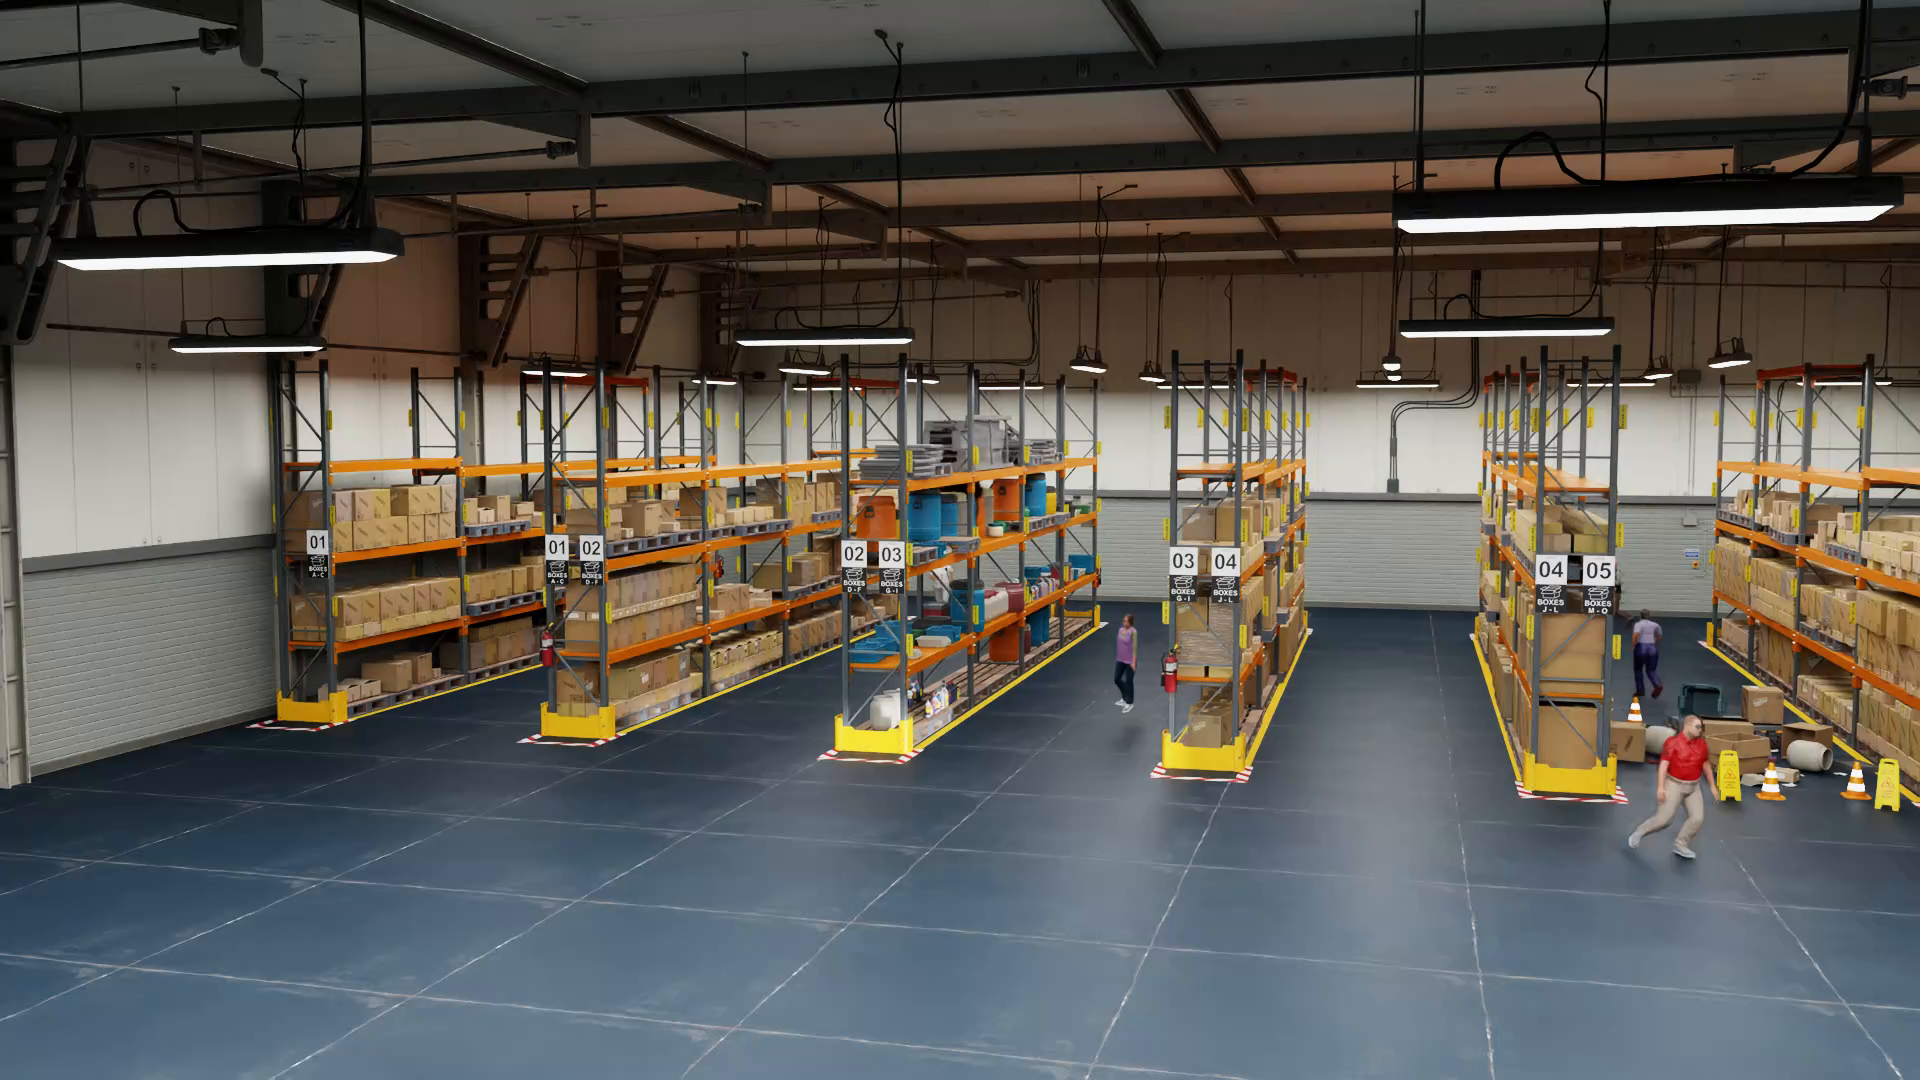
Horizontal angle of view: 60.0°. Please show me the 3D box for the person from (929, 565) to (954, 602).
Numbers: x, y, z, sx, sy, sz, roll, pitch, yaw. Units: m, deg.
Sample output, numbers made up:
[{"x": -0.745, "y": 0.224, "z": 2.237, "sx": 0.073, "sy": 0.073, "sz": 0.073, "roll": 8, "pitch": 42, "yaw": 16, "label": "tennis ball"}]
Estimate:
[{"x": -0.459, "y": 1.210, "z": 41.216, "sx": 0.573, "sy": 1.724, "sz": 0.842, "roll": 0, "pitch": 4, "yaw": 6, "label": "person"}]

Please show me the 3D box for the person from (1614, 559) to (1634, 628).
[{"x": 15.514, "y": 1.297, "z": 39.422, "sx": 0.908, "sy": 1.704, "sz": 0.662, "roll": 0, "pitch": 4, "yaw": -2, "label": "person"}]

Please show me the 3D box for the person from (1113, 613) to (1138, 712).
[{"x": 2.709, "y": 1.984, "z": 26.993, "sx": 0.418, "sy": 1.616, "sz": 0.521, "roll": -4, "pitch": 6, "yaw": -43, "label": "person"}]

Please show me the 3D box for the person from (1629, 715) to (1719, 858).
[{"x": 8.197, "y": 2.798, "z": 19.124, "sx": 0.797, "sy": 1.652, "sz": 0.673, "roll": -1, "pitch": 4, "yaw": -13, "label": "person"}]

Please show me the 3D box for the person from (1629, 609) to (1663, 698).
[{"x": 12.401, "y": 2.055, "z": 29.965, "sx": 0.602, "sy": 1.602, "sz": 0.760, "roll": 0, "pitch": 4, "yaw": 0, "label": "person"}]
